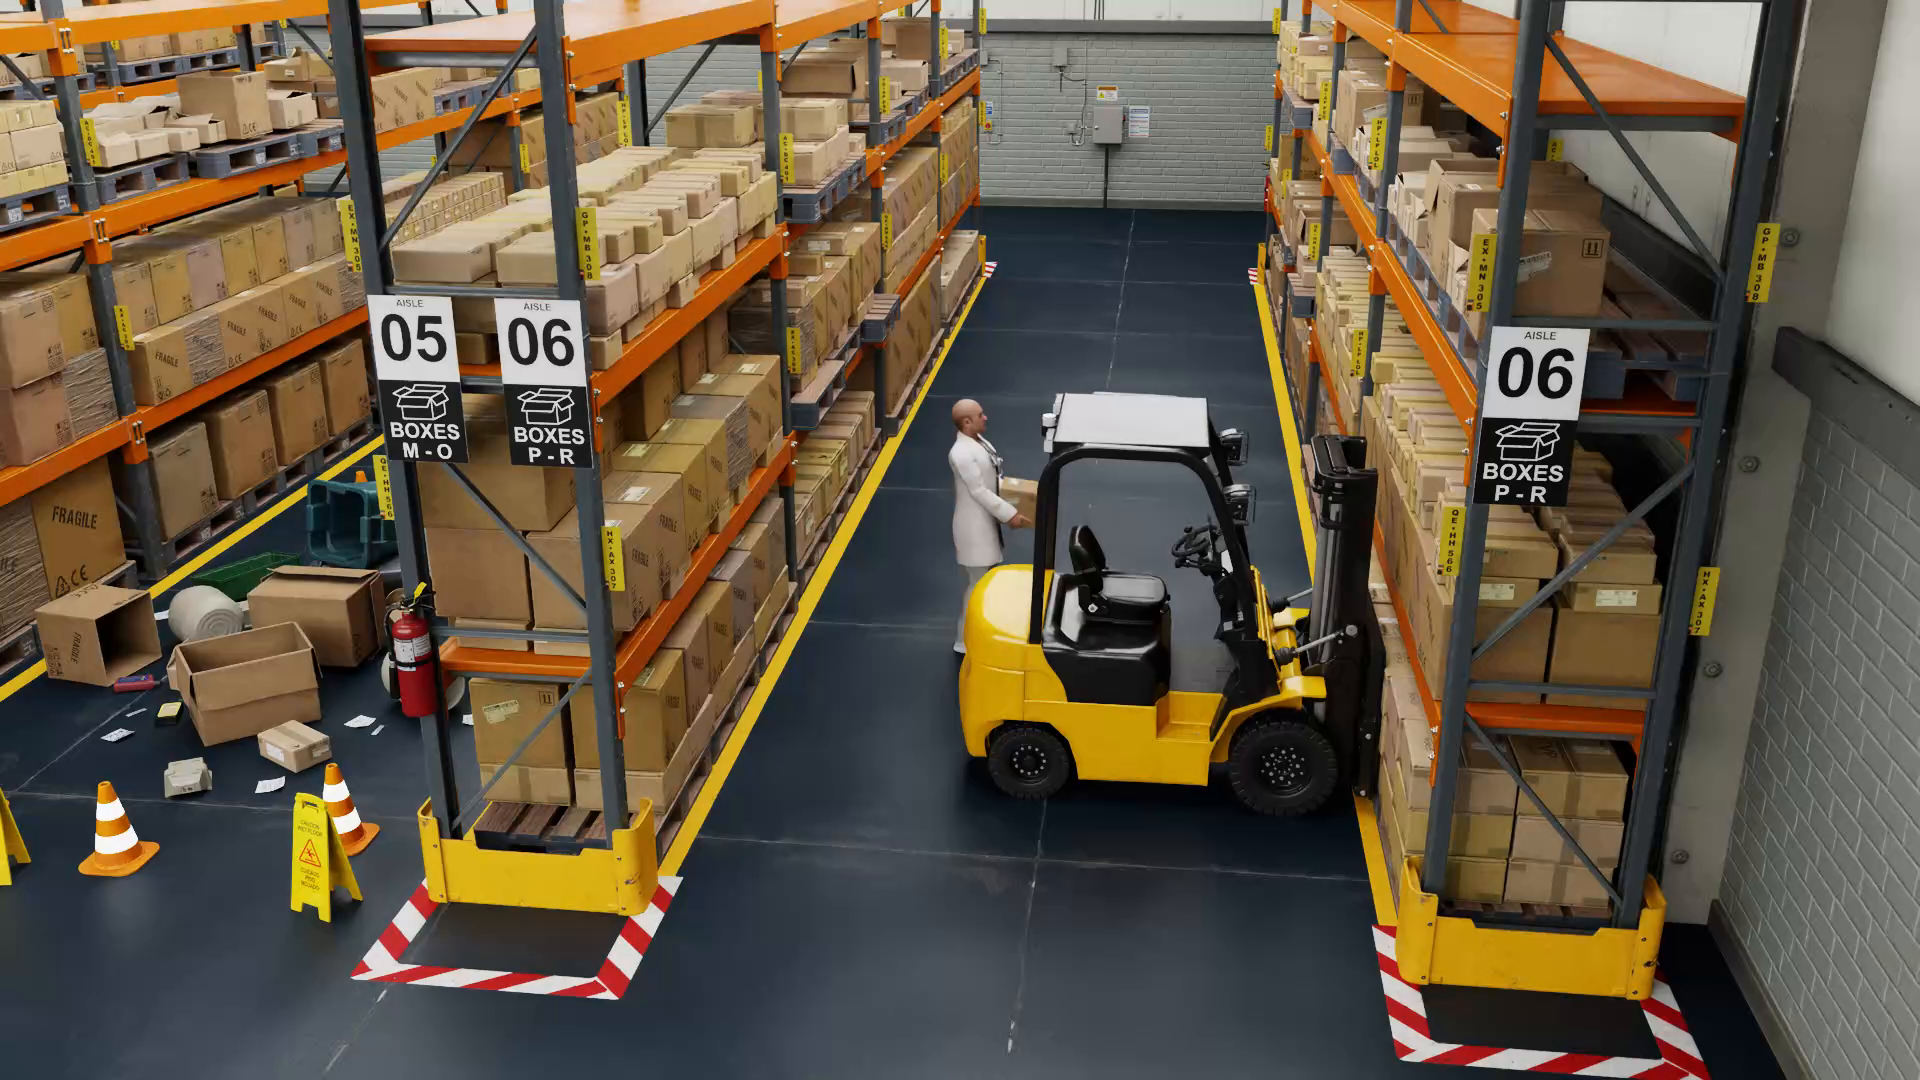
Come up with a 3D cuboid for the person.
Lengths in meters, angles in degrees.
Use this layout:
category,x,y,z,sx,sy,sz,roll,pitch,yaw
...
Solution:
category,x,y,z,sx,sy,sz,roll,pitch,yaw
person,0.218,-0.095,11.360,0.563,1.769,0.529,3,21,7
